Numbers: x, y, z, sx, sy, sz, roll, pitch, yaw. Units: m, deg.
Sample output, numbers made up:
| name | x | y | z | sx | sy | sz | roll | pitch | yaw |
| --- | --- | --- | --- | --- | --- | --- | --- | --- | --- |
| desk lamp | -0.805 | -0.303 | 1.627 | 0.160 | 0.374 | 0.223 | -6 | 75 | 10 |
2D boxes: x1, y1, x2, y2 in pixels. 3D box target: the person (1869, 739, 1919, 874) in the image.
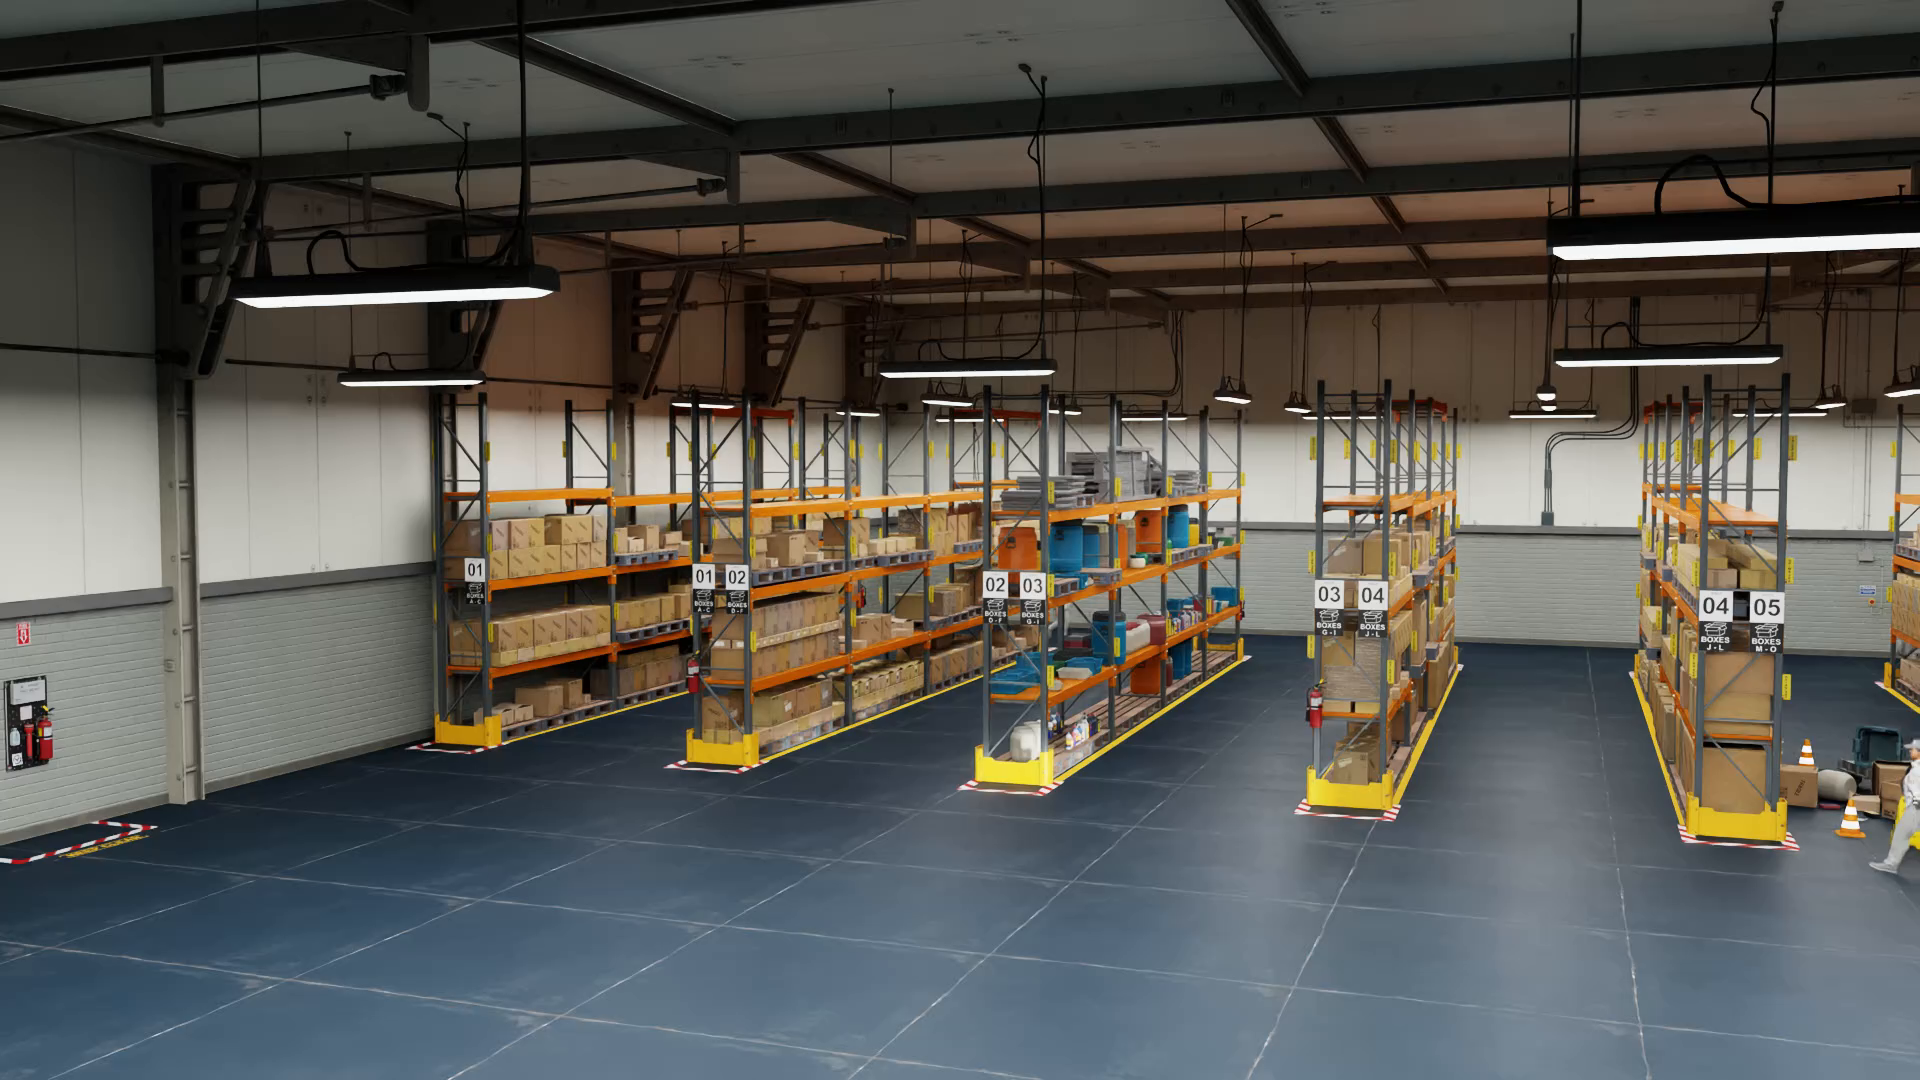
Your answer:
| name | x | y | z | sx | sy | sz | roll | pitch | yaw |
| --- | --- | --- | --- | --- | --- | --- | --- | --- | --- |
| person | 11.320 | 3.145 | 19.561 | 1.042 | 1.608 | 0.488 | 2 | 4 | 38 |

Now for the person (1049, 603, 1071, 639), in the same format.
| name | x | y | z | sx | sy | sz | roll | pitch | yaw |
| --- | --- | --- | --- | --- | --- | --- | --- | --- | --- |
| person | 2.638 | 1.787 | 43.779 | 0.640 | 1.742 | 0.588 | 2 | 4 | 39 |

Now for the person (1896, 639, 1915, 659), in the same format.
| name | x | y | z | sx | sy | sz | roll | pitch | yaw |
| --- | --- | --- | --- | --- | --- | --- | --- | --- | --- |
| person | 21.217 | 2.166 | 37.098 | 0.472 | 1.679 | 0.476 | 1 | 3 | 10 |
